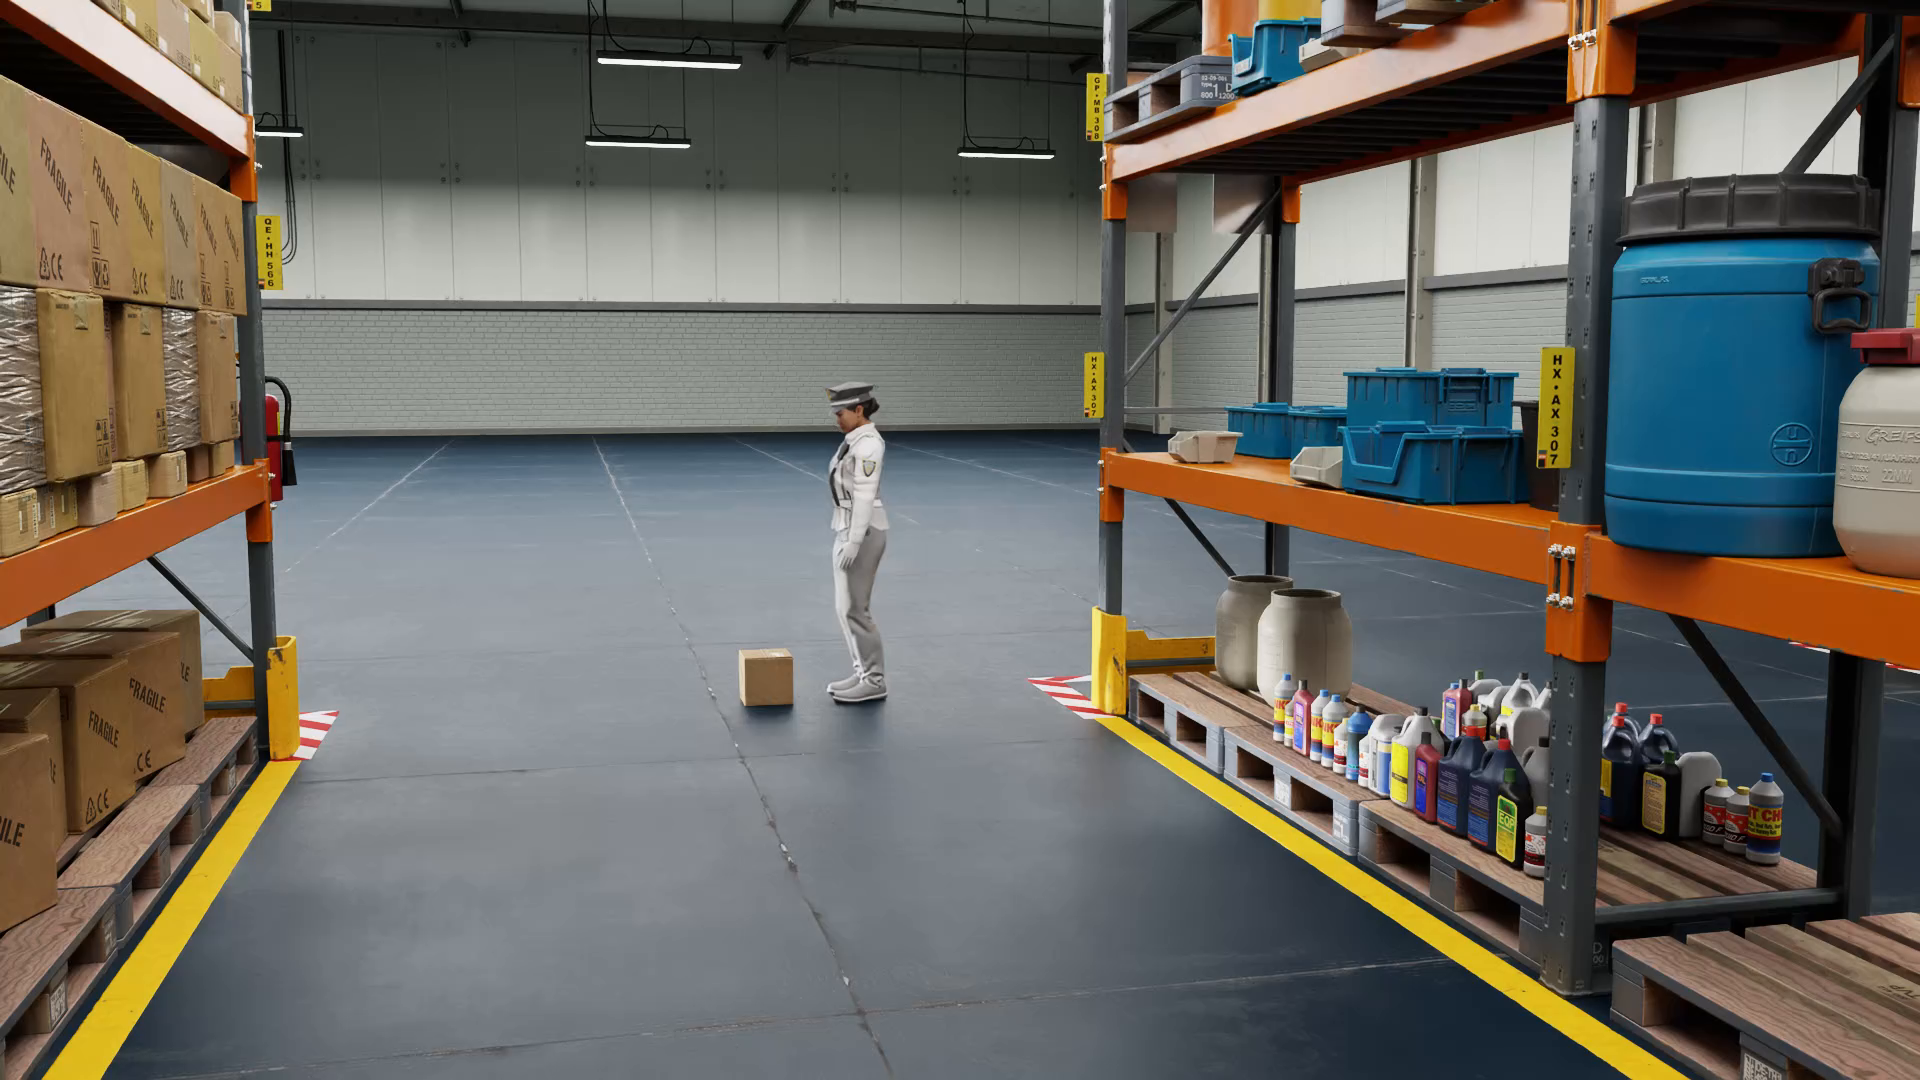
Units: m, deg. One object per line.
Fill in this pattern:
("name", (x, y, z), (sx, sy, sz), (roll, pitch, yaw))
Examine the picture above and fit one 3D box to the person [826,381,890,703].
("person", (-0.532, 0.008, 8.662), (0.327, 1.660, 0.474), (-1, 6, -13))
